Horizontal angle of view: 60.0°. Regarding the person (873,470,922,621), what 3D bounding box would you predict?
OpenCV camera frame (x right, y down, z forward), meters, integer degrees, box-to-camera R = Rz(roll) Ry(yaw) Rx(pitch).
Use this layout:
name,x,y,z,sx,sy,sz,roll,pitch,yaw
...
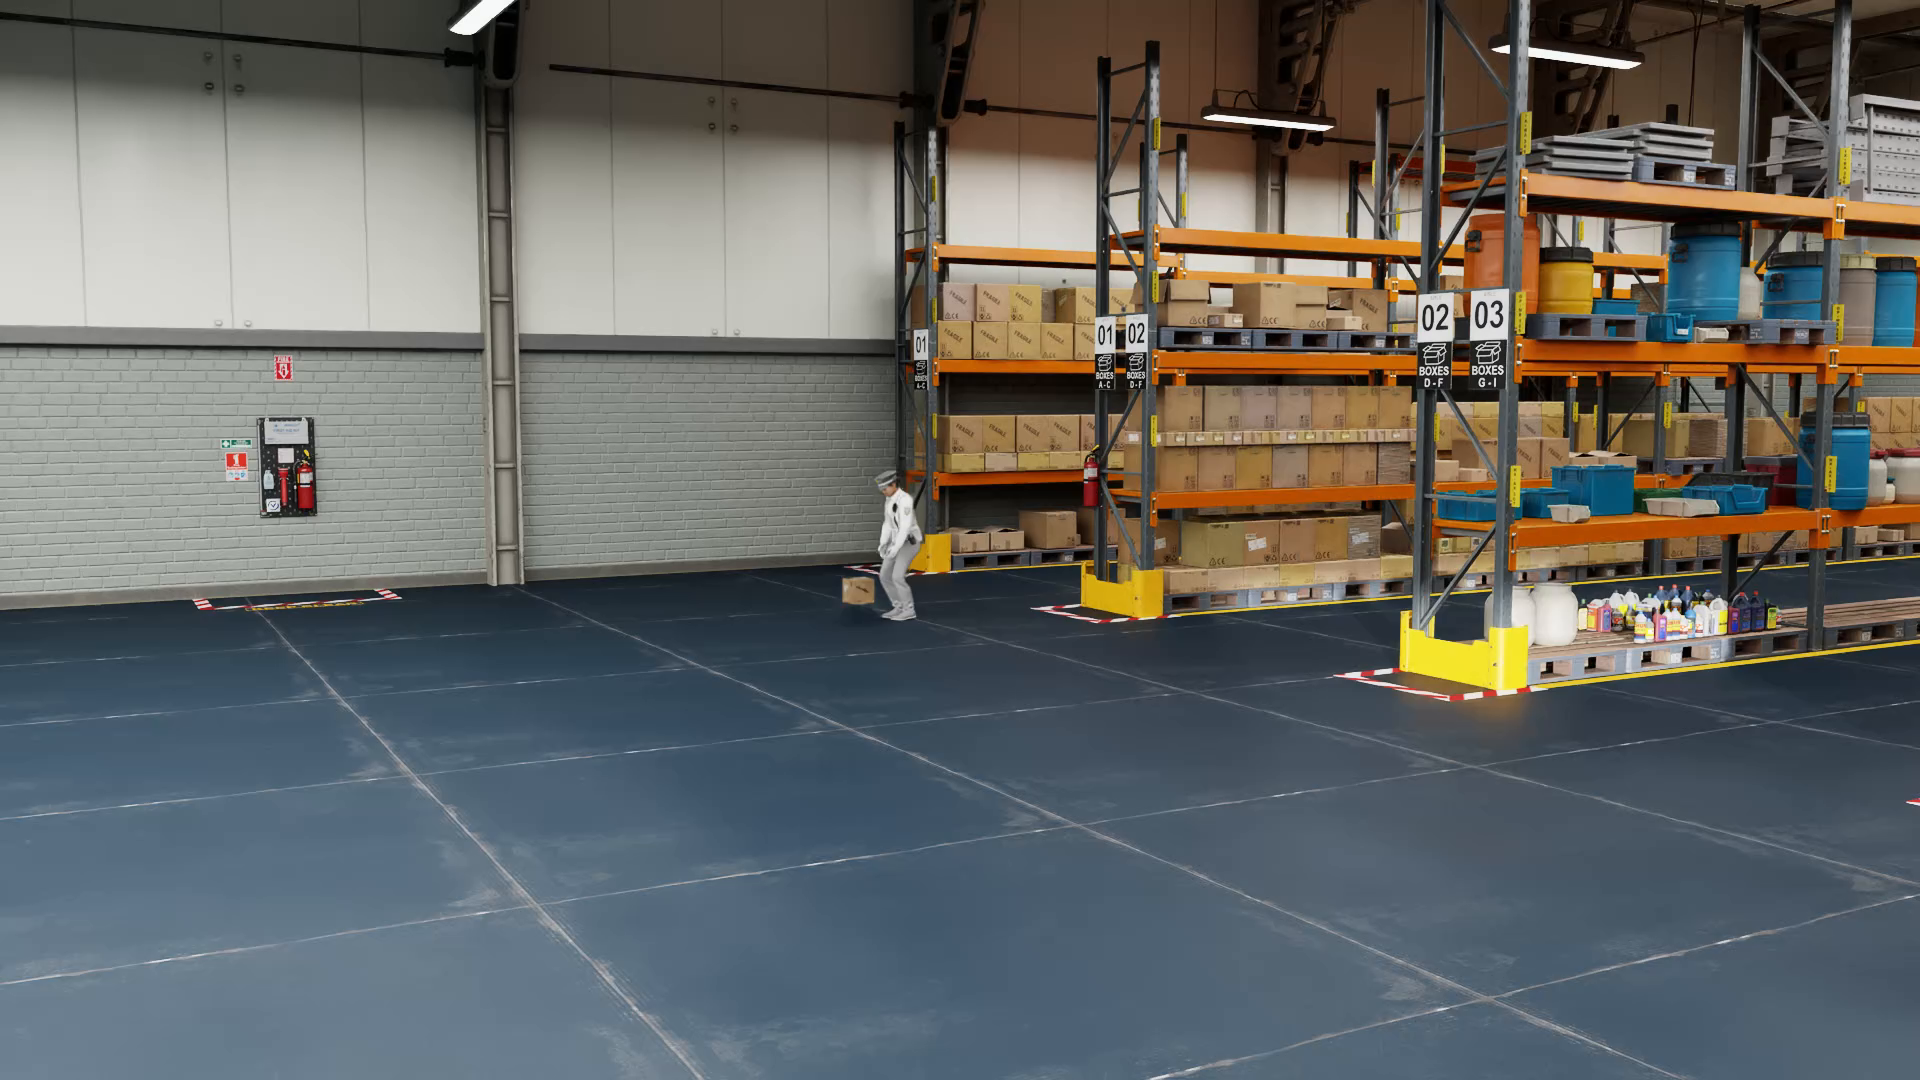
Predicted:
name,x,y,z,sx,sy,sz,roll,pitch,yaw
person,-0.652,0.057,17.437,0.526,1.576,0.516,-3,6,-27
